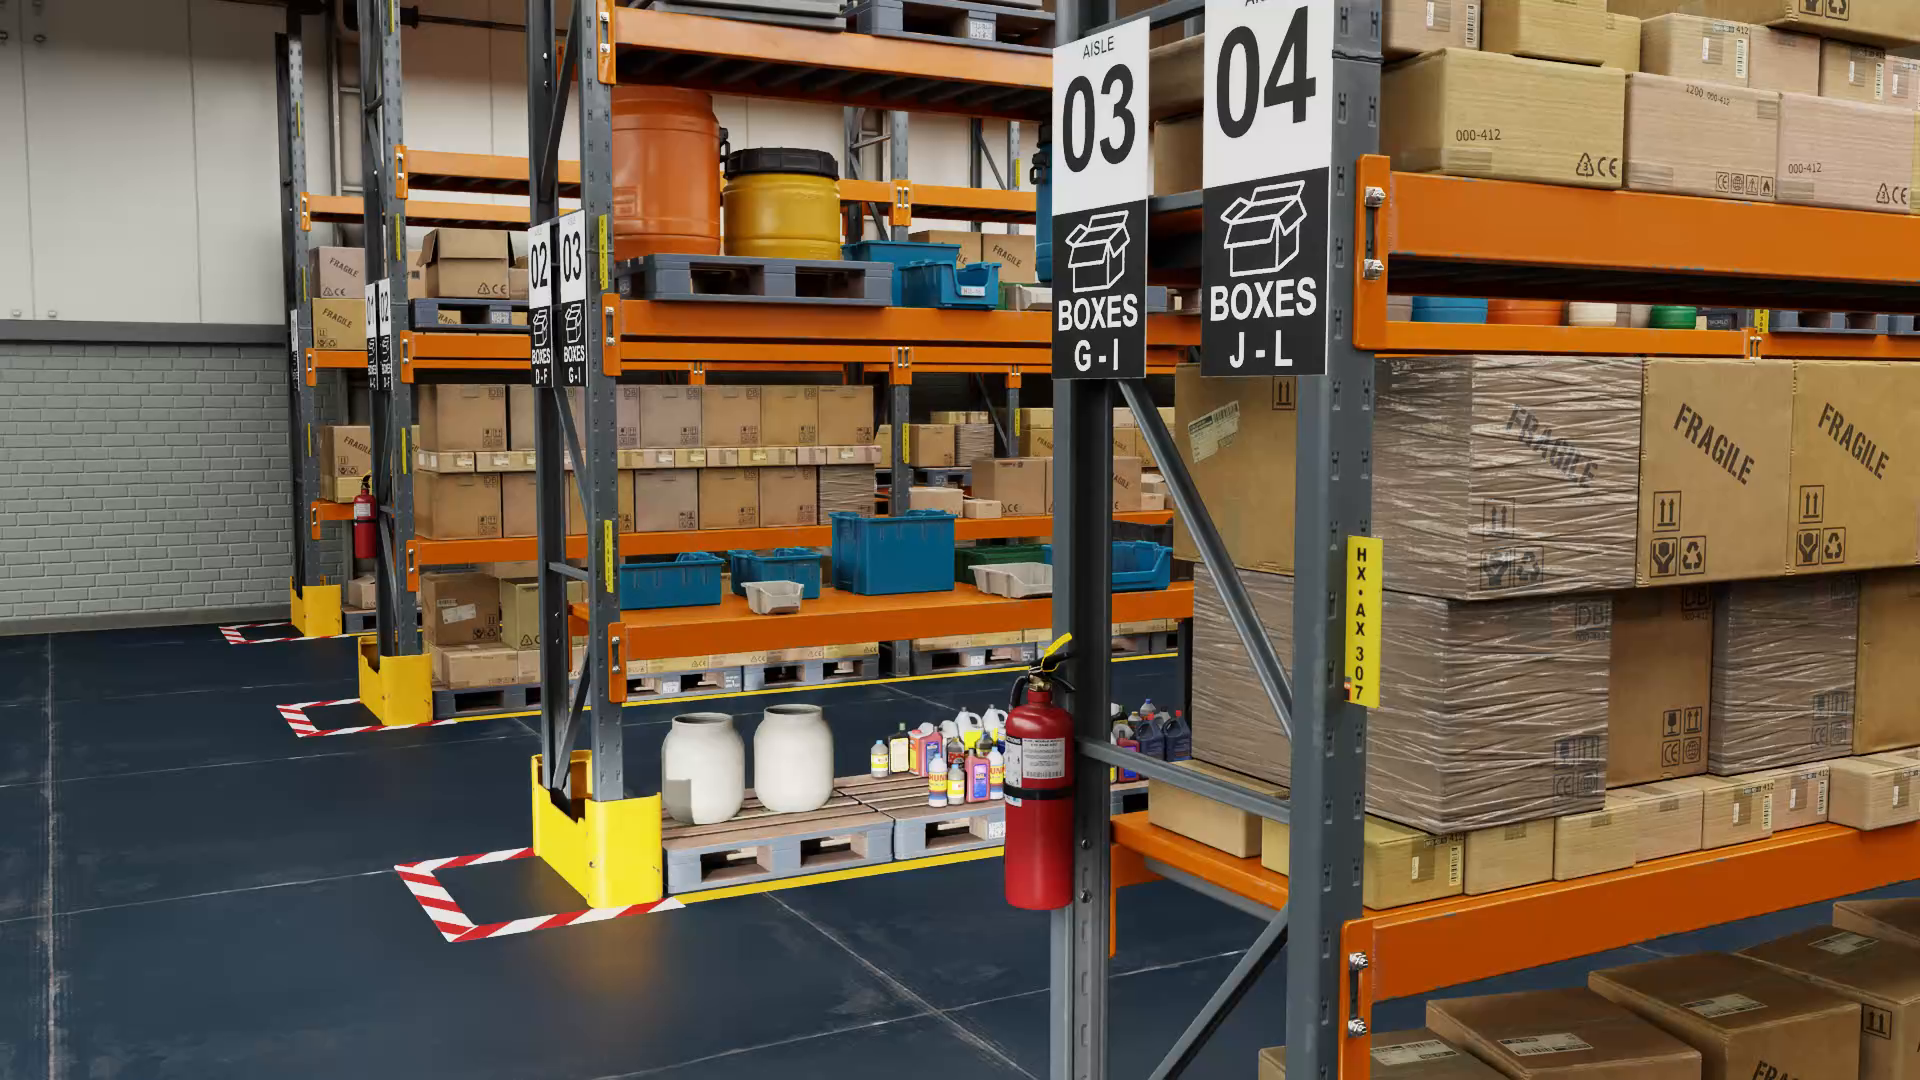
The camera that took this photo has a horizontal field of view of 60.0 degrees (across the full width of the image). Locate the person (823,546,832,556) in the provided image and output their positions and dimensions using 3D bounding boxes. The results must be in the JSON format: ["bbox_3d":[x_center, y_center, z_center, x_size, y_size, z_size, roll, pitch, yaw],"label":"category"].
[{"bbox_3d":[-1.379,-0.088,18.141,0.399,1.774,0.525,-1,5,-7],"label":"person"}]
